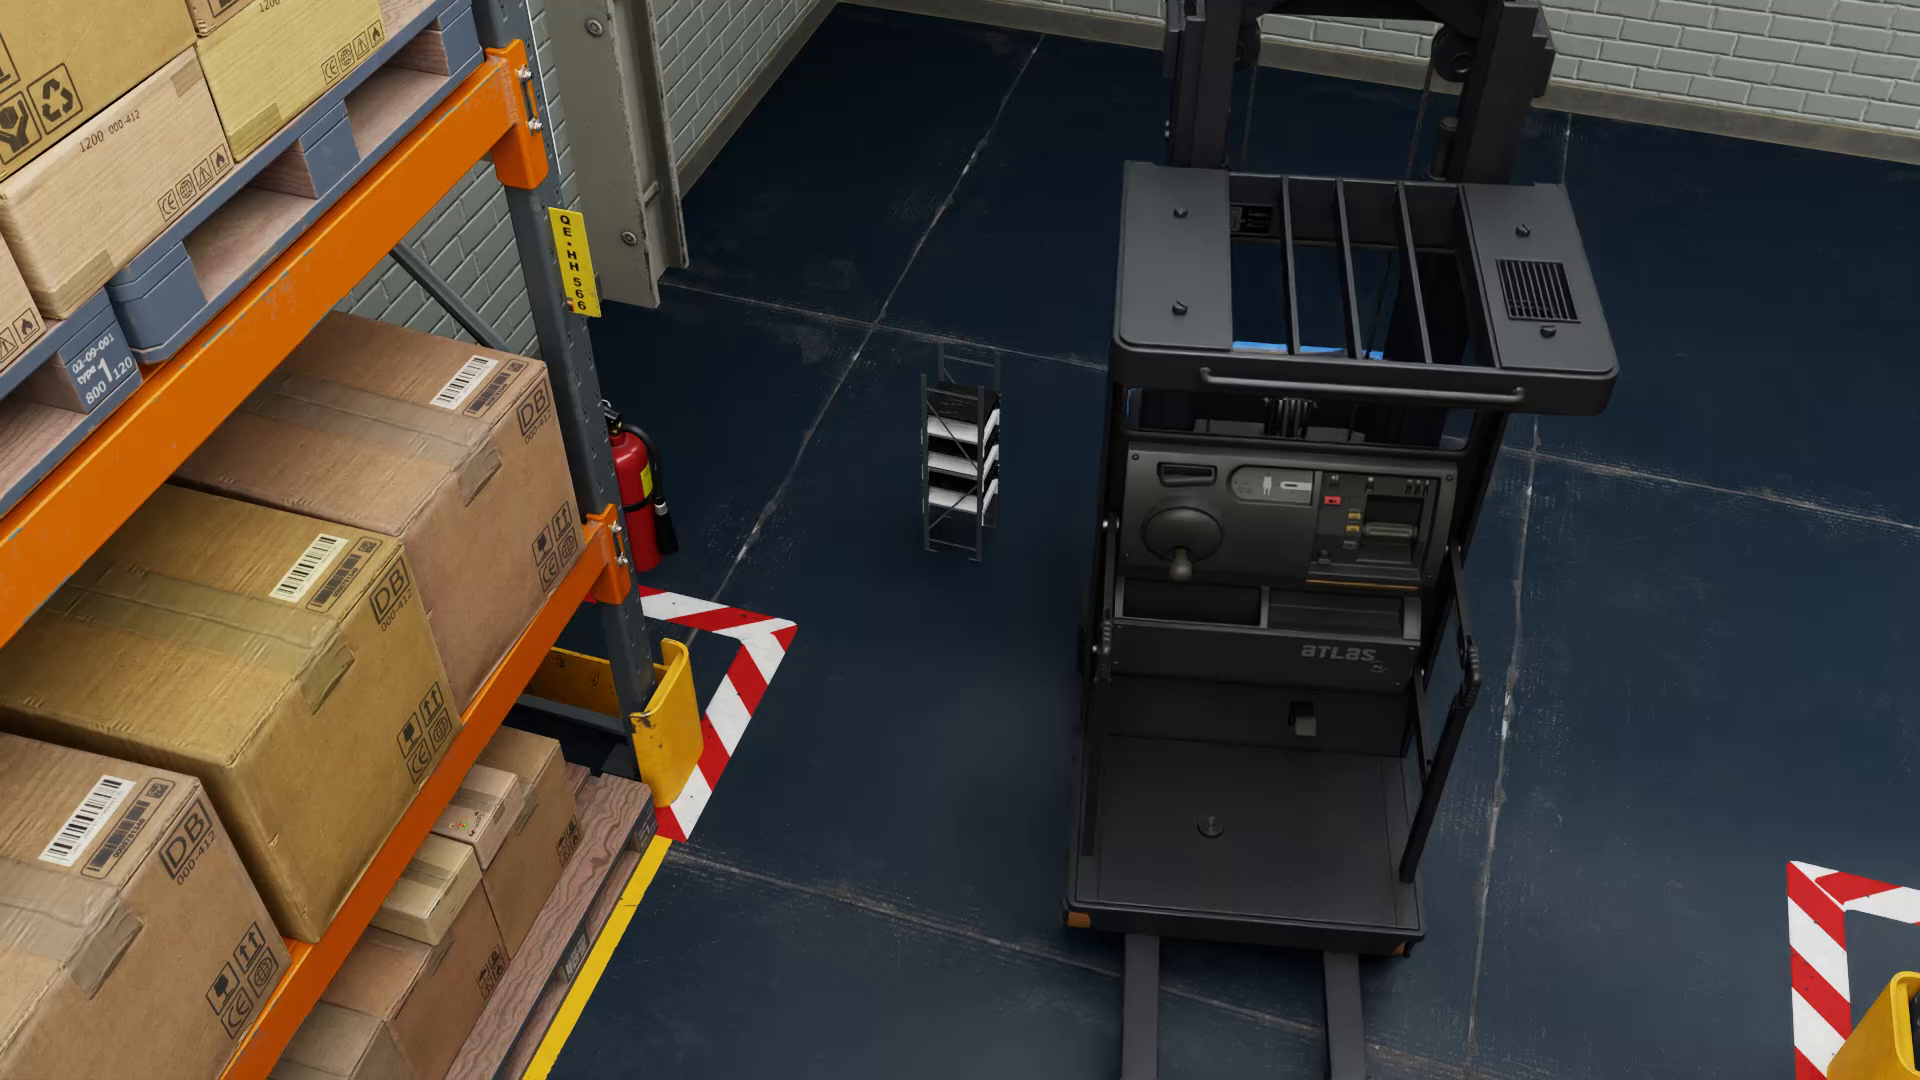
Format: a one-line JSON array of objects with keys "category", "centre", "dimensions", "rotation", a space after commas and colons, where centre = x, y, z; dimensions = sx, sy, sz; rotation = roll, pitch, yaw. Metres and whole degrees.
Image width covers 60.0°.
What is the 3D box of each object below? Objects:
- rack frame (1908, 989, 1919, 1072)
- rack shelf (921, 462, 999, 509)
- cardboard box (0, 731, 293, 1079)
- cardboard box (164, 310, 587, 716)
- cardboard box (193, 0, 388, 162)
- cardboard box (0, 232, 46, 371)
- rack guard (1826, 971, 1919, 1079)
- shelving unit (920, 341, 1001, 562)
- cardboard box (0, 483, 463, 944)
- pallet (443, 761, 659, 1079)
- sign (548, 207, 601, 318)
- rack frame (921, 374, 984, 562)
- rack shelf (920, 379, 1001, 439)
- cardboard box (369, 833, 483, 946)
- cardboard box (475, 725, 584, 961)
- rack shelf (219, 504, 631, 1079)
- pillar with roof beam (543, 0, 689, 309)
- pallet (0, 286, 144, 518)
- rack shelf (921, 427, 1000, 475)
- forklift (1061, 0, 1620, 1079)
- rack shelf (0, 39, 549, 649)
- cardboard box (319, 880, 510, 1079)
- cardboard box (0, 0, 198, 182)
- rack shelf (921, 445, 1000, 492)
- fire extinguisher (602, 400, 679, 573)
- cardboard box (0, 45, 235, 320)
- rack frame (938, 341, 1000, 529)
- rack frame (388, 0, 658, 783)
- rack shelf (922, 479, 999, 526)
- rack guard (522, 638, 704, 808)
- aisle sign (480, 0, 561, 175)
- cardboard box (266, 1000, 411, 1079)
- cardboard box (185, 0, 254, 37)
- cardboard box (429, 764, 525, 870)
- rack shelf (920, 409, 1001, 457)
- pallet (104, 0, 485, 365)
[{"category": "rack frame", "centre": [3.201, 0.699, 3.891], "dimensions": [1.000, 3.000, 0.127], "rotation": [13, 46, 13]}, {"category": "rack shelf", "centre": [0.002, -0.239, 6.527], "dimensions": [0.258, 0.077, 0.200], "rotation": [13, 46, 13]}, {"category": "cardboard box", "centre": [-2.116, 0.880, 3.491], "dimensions": [0.980, 0.700, 0.700], "rotation": [10, 45, 11]}, {"category": "cardboard box", "centre": [-1.666, -0.113, 4.507], "dimensions": [0.980, 0.700, 0.700], "rotation": [14, 46, 14]}, {"category": "cardboard box", "centre": [-1.490, -1.008, 3.226], "dimensions": [0.500, 0.250, 0.500], "rotation": [14, 46, 14]}, {"category": "cardboard box", "centre": [-1.800, -0.313, 2.516], "dimensions": [0.500, 0.250, 0.500], "rotation": [11, 45, 11]}, {"category": "rack guard", "centre": [3.178, 1.643, 4.714], "dimensions": [1.175, 0.500, 0.348], "rotation": [13, 46, 13]}, {"category": "shelving unit", "centre": [0.002, -0.327, 6.441], "dimensions": [0.258, 0.900, 0.210], "rotation": [13, 46, 13]}, {"category": "cardboard box", "centre": [-1.876, 0.374, 4.009], "dimensions": [0.980, 0.700, 0.700], "rotation": [12, 46, 12]}, {"category": "pallet", "centre": [-1.689, 1.198, 5.375], "dimensions": [1.003, 0.211, 1.213], "rotation": [13, 46, 13]}, {"category": "sign", "centre": [-1.008, -0.723, 4.346], "dimensions": [0.100, 0.325, 0.005], "rotation": [13, 46, 13]}, {"category": "rack frame", "centre": [-0.028, -0.259, 6.372], "dimensions": [0.240, 0.900, 0.006], "rotation": [13, 46, 13]}, {"category": "rack shelf", "centre": [0.002, -0.496, 6.275], "dimensions": [0.258, 0.077, 0.200], "rotation": [13, 46, 13]}, {"category": "cardboard box", "centre": [-1.580, 0.946, 4.662], "dimensions": [0.380, 0.149, 0.250], "rotation": [14, 46, 14]}, {"category": "cardboard box", "centre": [-1.638, 0.883, 5.190], "dimensions": [0.700, 0.500, 0.500], "rotation": [13, 46, 13]}, {"category": "rack shelf", "centre": [-2.127, 1.242, 3.850], "dimensions": [1.077, 0.370, 4.000], "rotation": [13, 46, 13]}, {"category": "pillar with roof beam", "centre": [2.575, -3.563, 3.958], "dimensions": [9.100, 9.000, 0.400], "rotation": [13, 46, 13]}, {"category": "pallet", "centre": [-2.104, -0.076, 2.602], "dimensions": [1.003, 0.211, 1.213], "rotation": [13, 46, 13]}, {"category": "rack shelf", "centre": [0.002, -0.368, 6.401], "dimensions": [0.258, 0.077, 0.200], "rotation": [13, 46, 13]}, {"category": "forklift", "centre": [0.918, 0.034, 4.620], "dimensions": [1.130, 2.935, 3.031], "rotation": [4, 45, 4]}, {"category": "rack shelf", "centre": [-2.127, 0.170, 2.801], "dimensions": [1.077, 0.370, 4.000], "rotation": [13, 46, 13]}, {"category": "cardboard box", "centre": [-1.789, 1.216, 4.849], "dimensions": [0.700, 0.500, 0.500], "rotation": [12, 46, 12]}, {"category": "cardboard box", "centre": [-1.645, -0.944, 2.624], "dimensions": [0.500, 0.500, 0.500], "rotation": [14, 46, 14]}, {"category": "rack shelf", "centre": [0.002, -0.303, 6.464], "dimensions": [0.258, 0.077, 0.200], "rotation": [13, 46, 13]}, {"category": "fire extinguisher", "centre": [-1.036, -0.190, 5.121], "dimensions": [0.296, 0.674, 0.183], "rotation": [13, 46, 13]}, {"category": "cardboard box", "centre": [-1.647, -0.661, 2.872], "dimensions": [0.500, 0.250, 0.500], "rotation": [11, 45, 11]}, {"category": "rack frame", "centre": [0.033, -0.395, 6.510], "dimensions": [0.240, 0.900, 0.006], "rotation": [13, 46, 13]}, {"category": "rack frame", "centre": [-1.521, -0.348, 4.961], "dimensions": [1.000, 3.000, 0.127], "rotation": [13, 46, 13]}, {"category": "rack shelf", "centre": [0.002, -0.175, 6.590], "dimensions": [0.258, 0.077, 0.200], "rotation": [13, 46, 13]}, {"category": "rack guard", "centre": [-1.514, 0.529, 5.852], "dimensions": [1.175, 0.500, 0.348], "rotation": [13, 46, 13]}, {"category": "aisle sign", "centre": [-1.214, -1.262, 4.036], "dimensions": [0.394, 0.787, 0.004], "rotation": [13, 46, 13]}, {"category": "cardboard box", "centre": [-1.941, 1.552, 4.506], "dimensions": [0.700, 0.500, 0.500], "rotation": [11, 45, 11]}, {"category": "cardboard box", "centre": [-1.483, -1.275, 2.963], "dimensions": [0.500, 0.500, 0.500], "rotation": [12, 46, 12]}, {"category": "cardboard box", "centre": [-1.503, 0.775, 4.836], "dimensions": [0.380, 0.149, 0.250], "rotation": [12, 46, 12]}, {"category": "rack shelf", "centre": [0.002, -0.432, 6.338], "dimensions": [0.258, 0.077, 0.200], "rotation": [13, 46, 13]}, {"category": "pallet", "centre": [-1.736, -0.892, 3.435], "dimensions": [1.003, 0.211, 1.213], "rotation": [13, 46, 13]}]
